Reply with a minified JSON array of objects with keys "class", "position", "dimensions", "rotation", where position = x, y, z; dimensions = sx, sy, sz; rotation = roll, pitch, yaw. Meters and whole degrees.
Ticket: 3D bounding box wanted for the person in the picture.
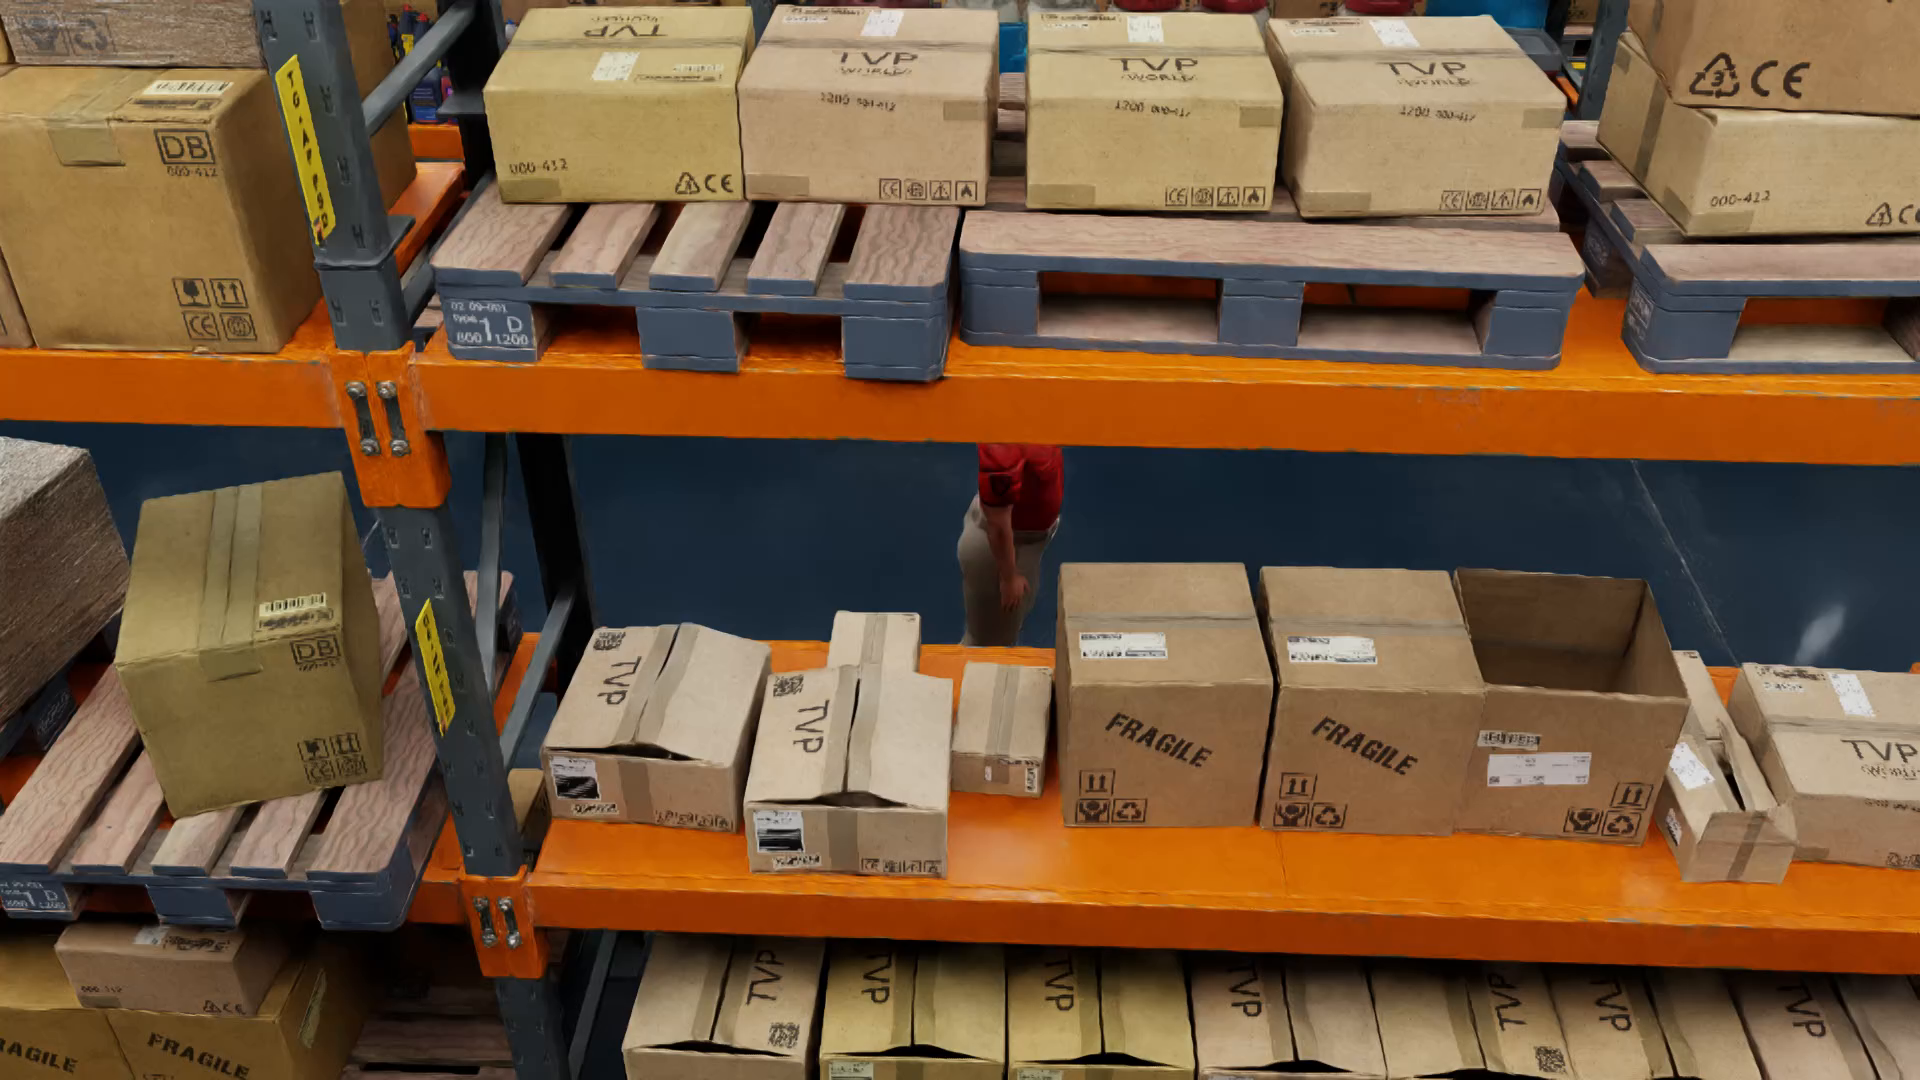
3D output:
[{"class":"person","position":[0.165,0.001,6.143],"dimensions":[0.423,1.723,0.570],"rotation":[4,36,6]}]
